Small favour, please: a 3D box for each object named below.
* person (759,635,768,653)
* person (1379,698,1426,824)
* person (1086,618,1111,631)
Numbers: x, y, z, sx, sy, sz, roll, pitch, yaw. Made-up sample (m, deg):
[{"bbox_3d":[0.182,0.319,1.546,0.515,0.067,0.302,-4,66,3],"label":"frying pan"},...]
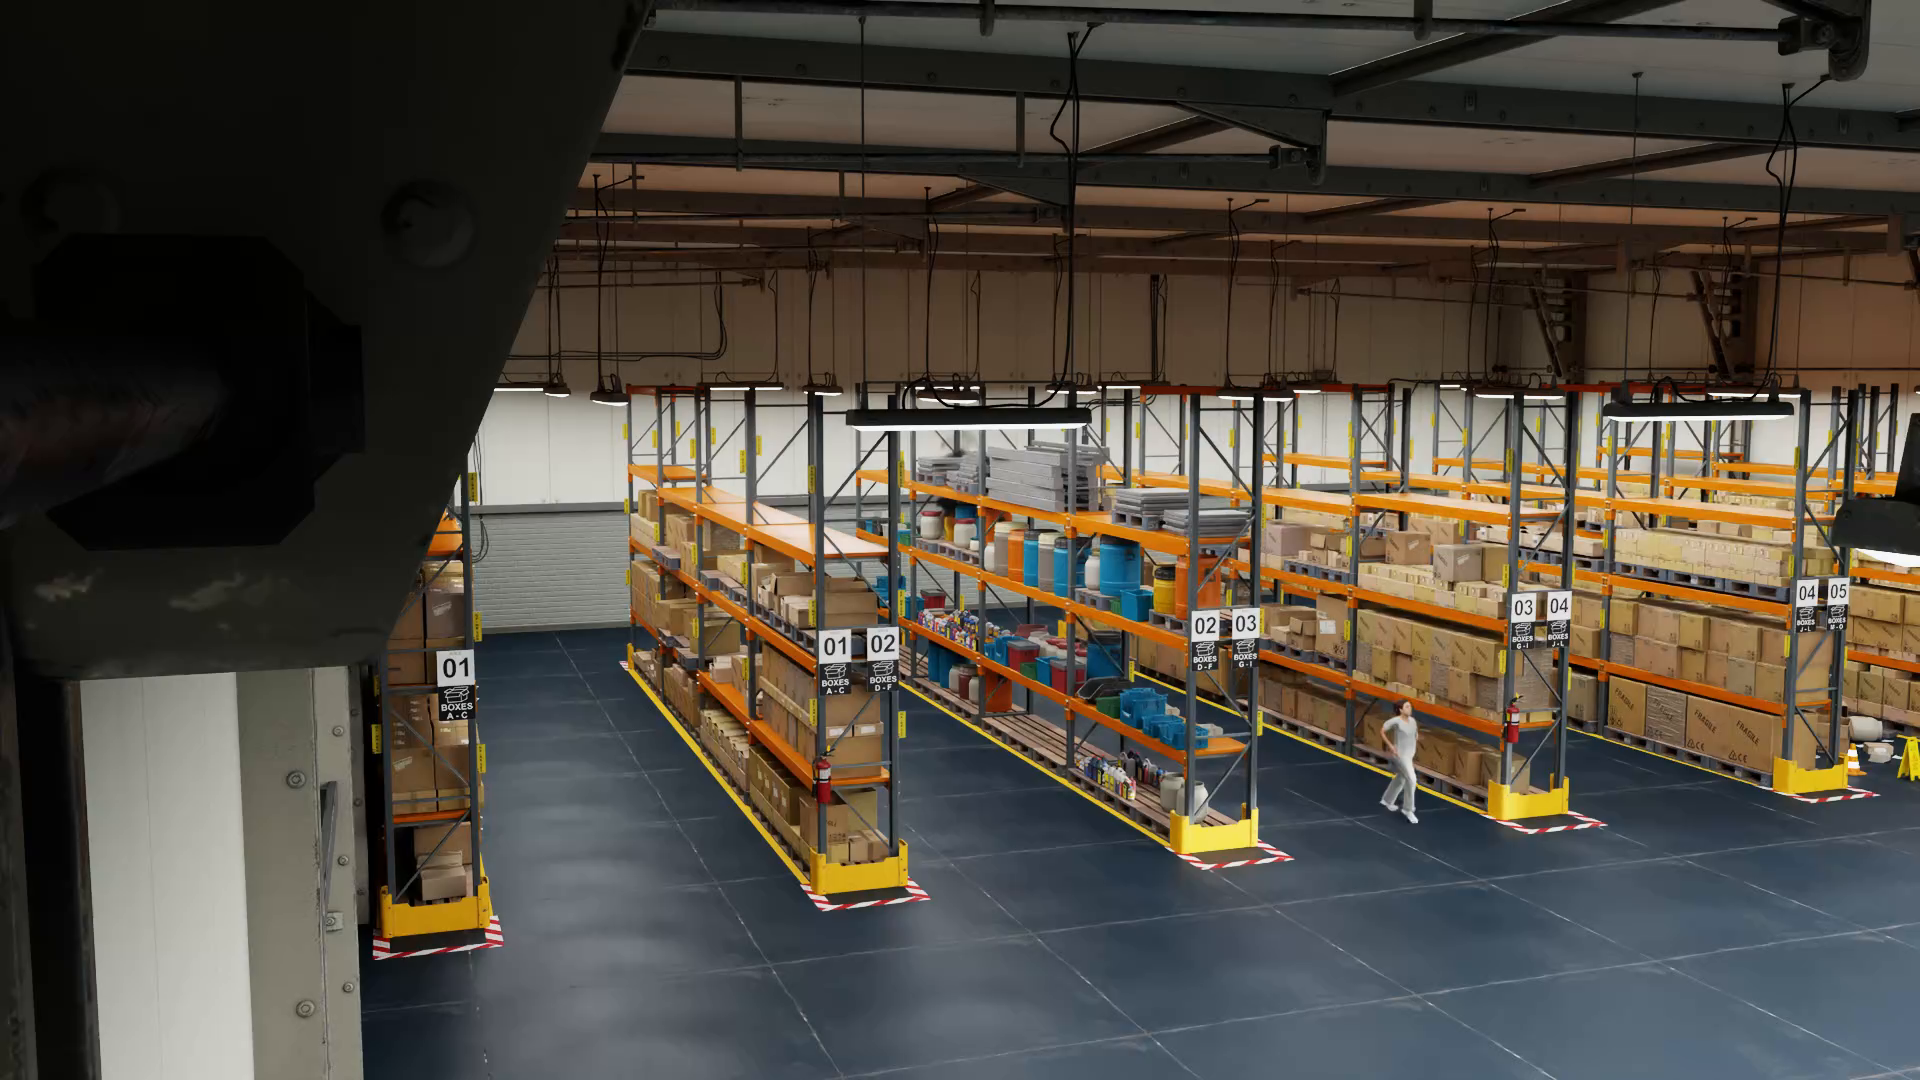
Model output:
[{"bbox_3d":[-4.179,1.859,34.543,0.724,1.686,0.938,-2,6,-21],"label":"person"},{"bbox_3d":[6.223,3.070,23.412,0.546,1.714,0.735,-5,8,-38],"label":"person"},{"bbox_3d":[2.736,1.884,32.401,0.566,1.632,0.580,-3,7,-30],"label":"person"}]
